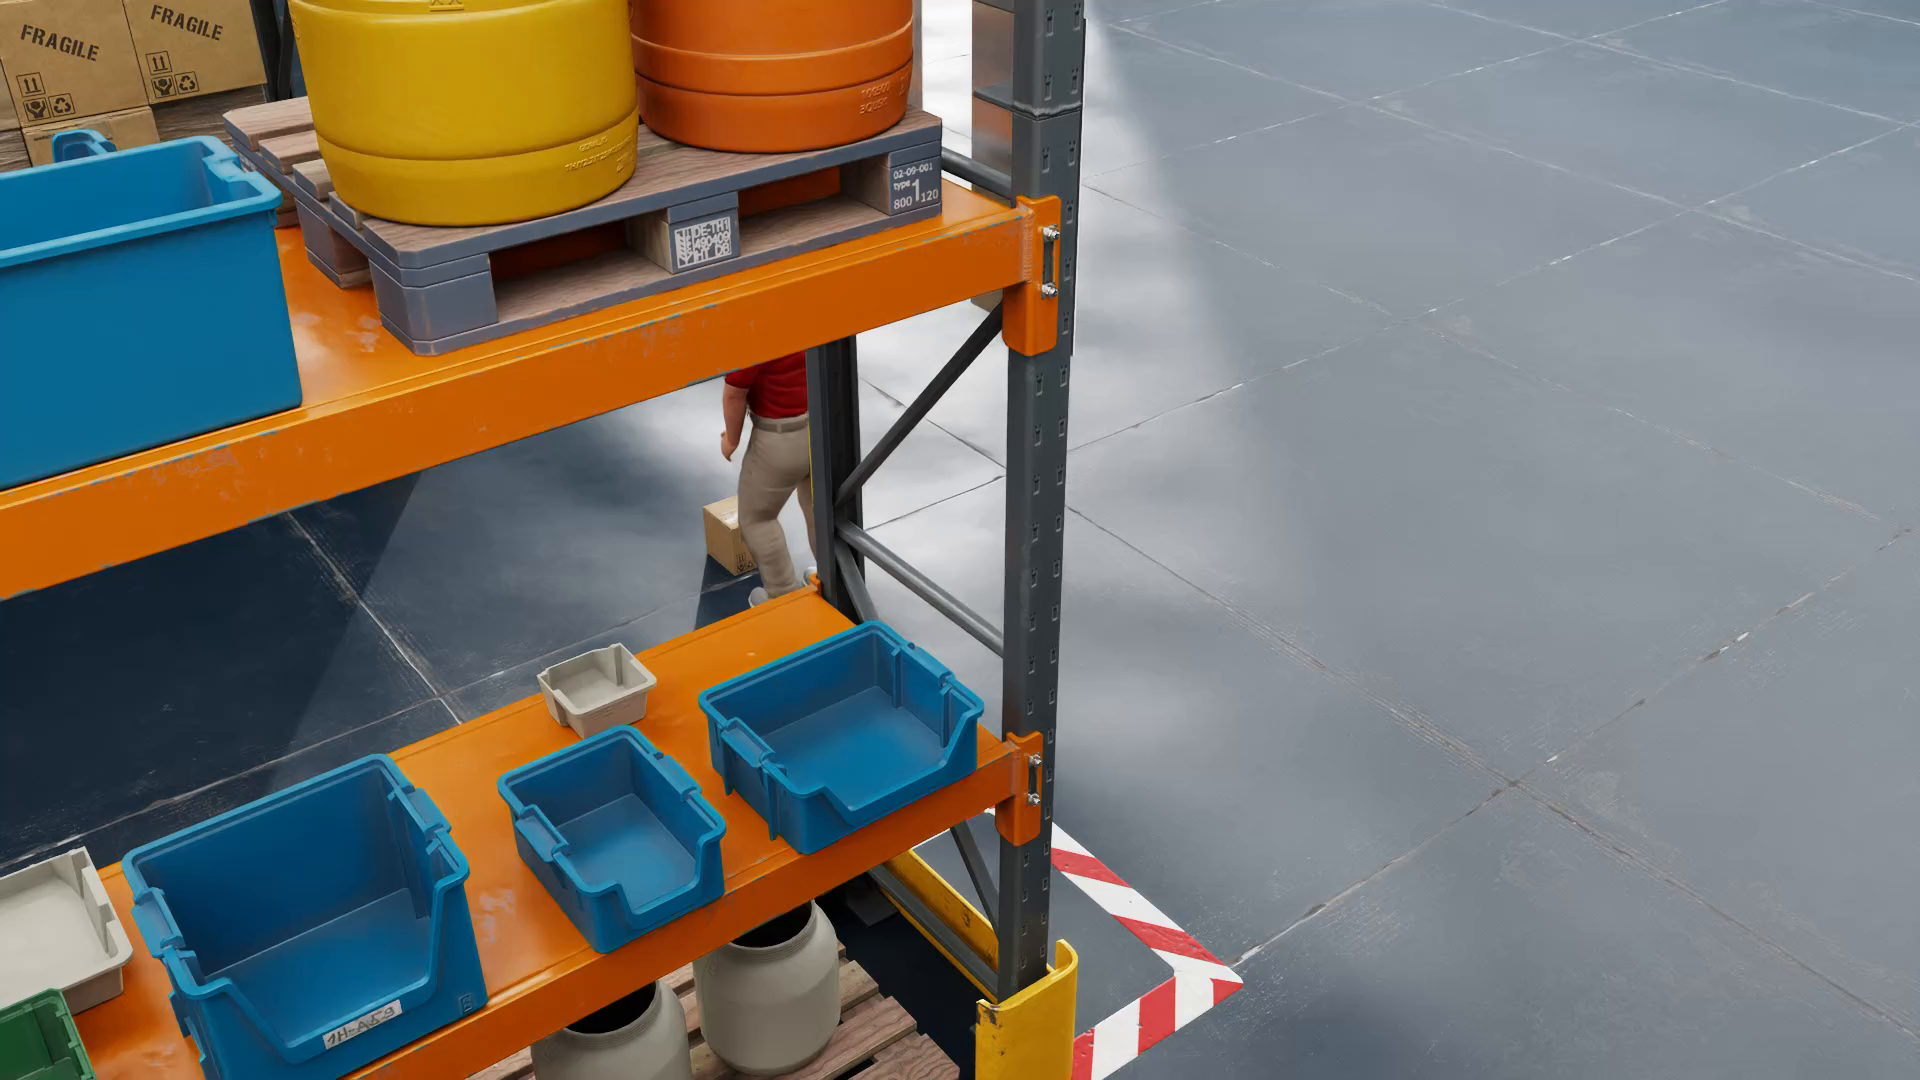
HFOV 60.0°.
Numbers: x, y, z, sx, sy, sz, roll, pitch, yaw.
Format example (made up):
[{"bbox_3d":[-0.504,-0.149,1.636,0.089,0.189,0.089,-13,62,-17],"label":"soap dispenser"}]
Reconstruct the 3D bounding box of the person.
[{"bbox_3d":[-0.715,-0.420,6.876,0.553,1.687,0.410,-21,38,-30],"label":"person"}]
